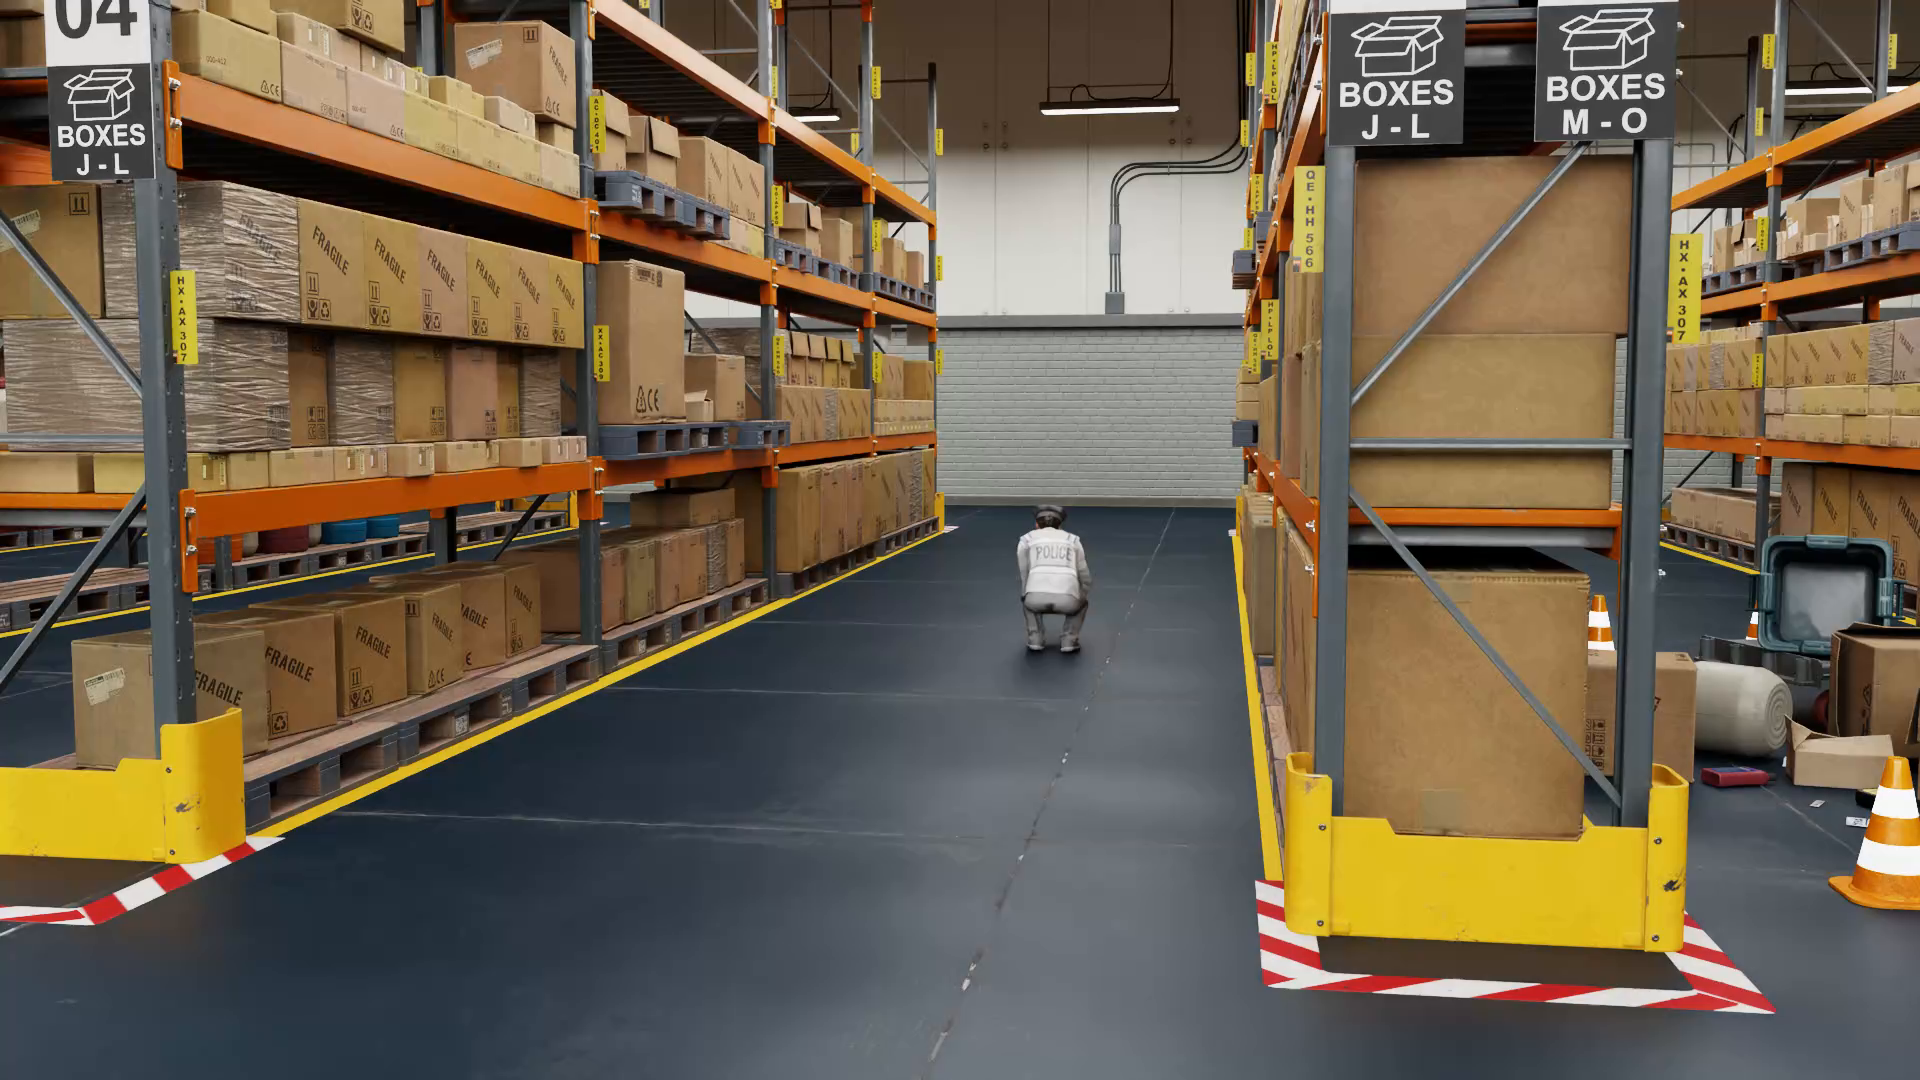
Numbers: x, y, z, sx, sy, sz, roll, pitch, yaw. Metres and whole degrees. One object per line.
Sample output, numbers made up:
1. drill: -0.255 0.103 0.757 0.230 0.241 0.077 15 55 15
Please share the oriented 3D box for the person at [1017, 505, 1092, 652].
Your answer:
1. person: 0.630 0.254 11.196 0.493 0.967 0.817 1 5 8
